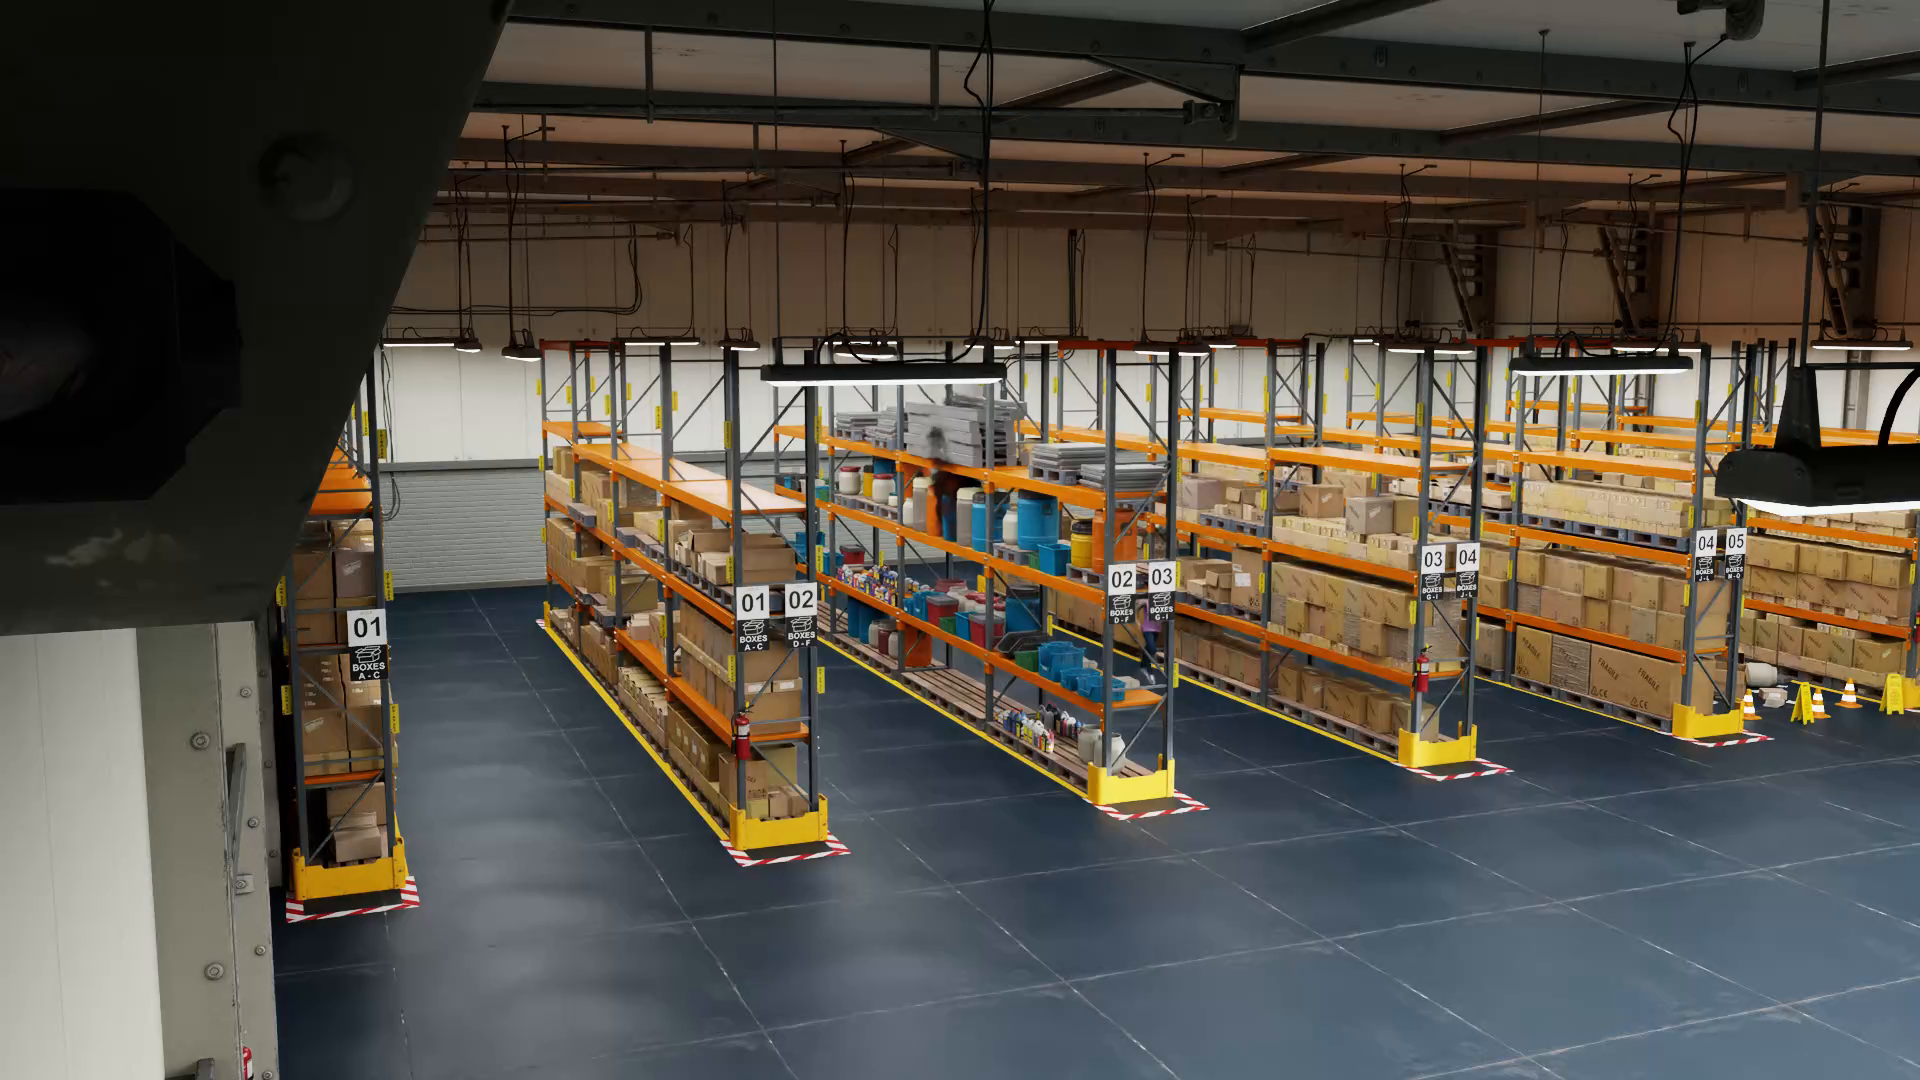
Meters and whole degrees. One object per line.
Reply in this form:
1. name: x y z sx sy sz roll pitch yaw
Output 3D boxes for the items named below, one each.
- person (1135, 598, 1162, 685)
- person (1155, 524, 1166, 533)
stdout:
1. person: 3.248 1.596 28.221 0.503 1.684 0.679 -5 9 -33
2. person: 4.869 0.066 41.602 0.867 1.722 0.730 0 7 3
